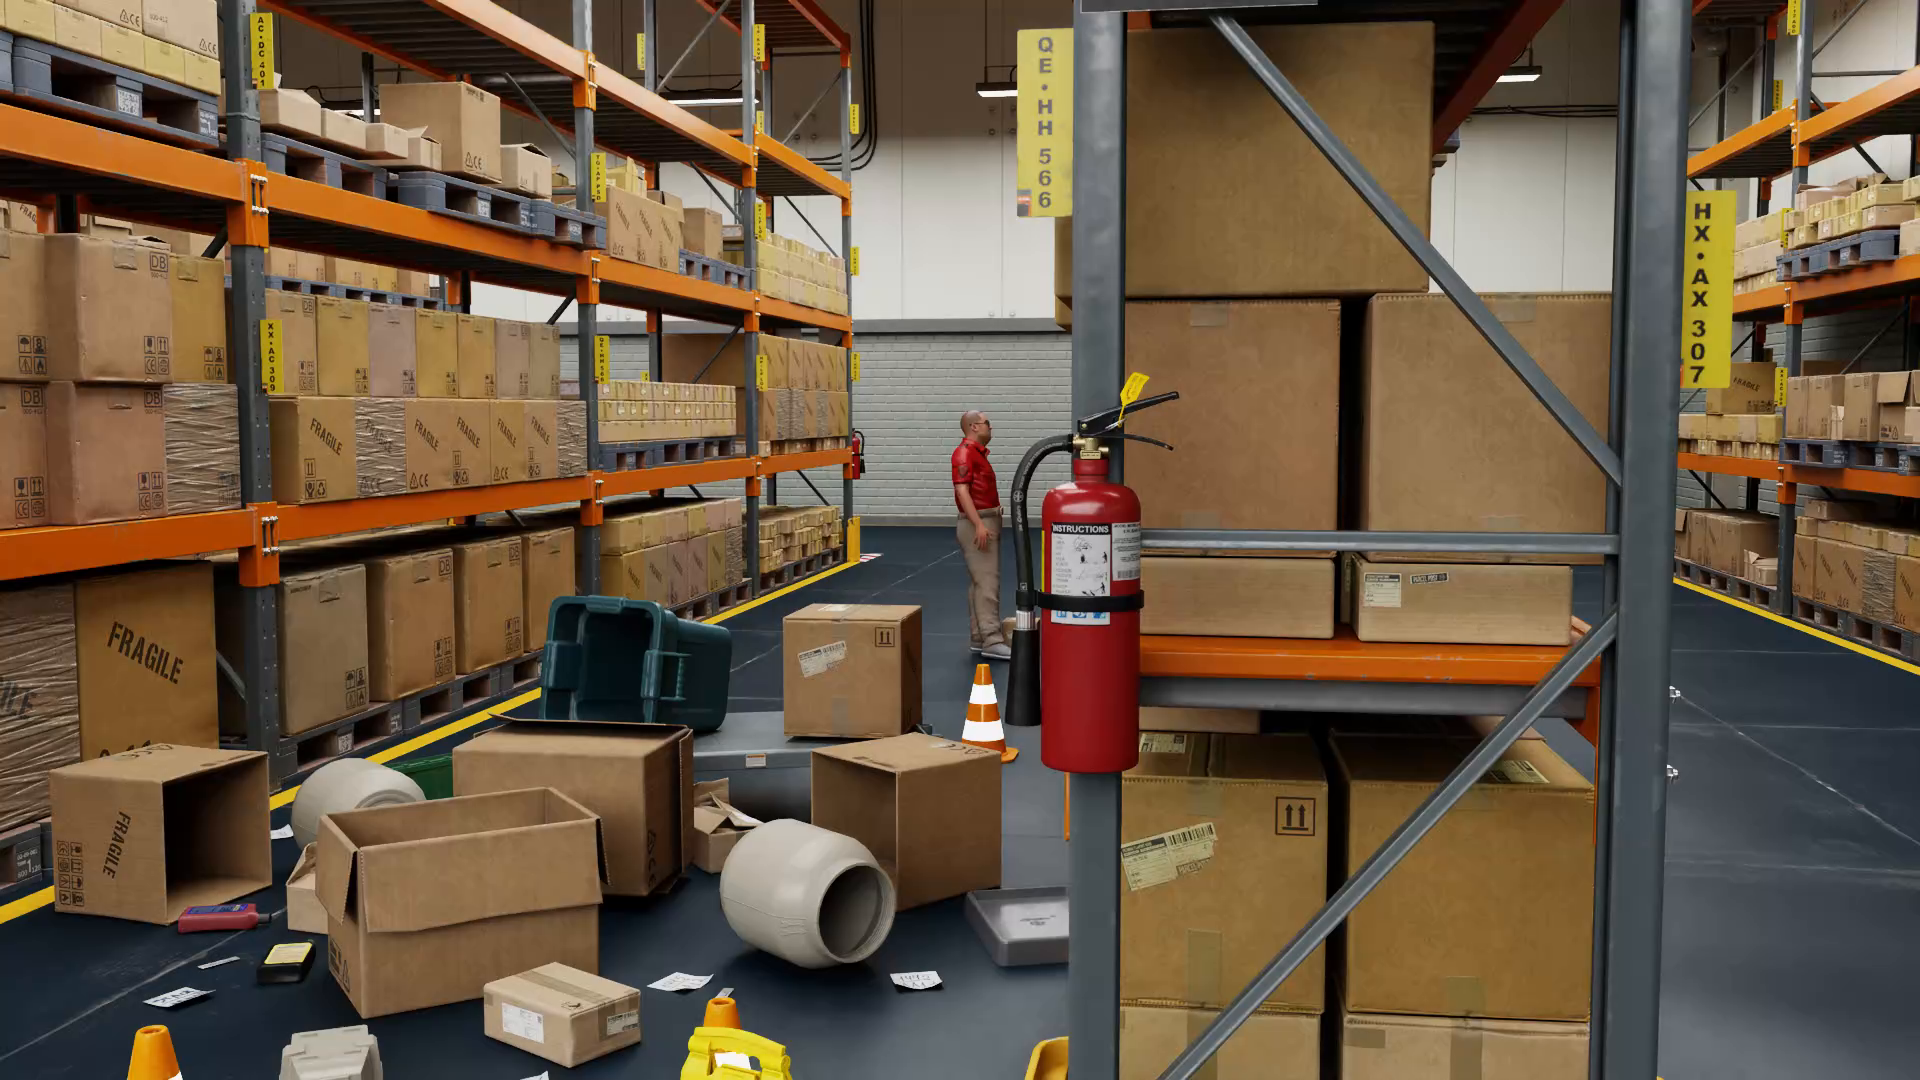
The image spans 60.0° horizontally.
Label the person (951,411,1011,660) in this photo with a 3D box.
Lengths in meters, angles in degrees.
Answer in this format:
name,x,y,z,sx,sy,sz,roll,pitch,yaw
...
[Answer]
name,x,y,z,sx,sy,sz,roll,pitch,yaw
person,0.232,-0.052,11.795,0.550,1.728,0.640,1,4,9
